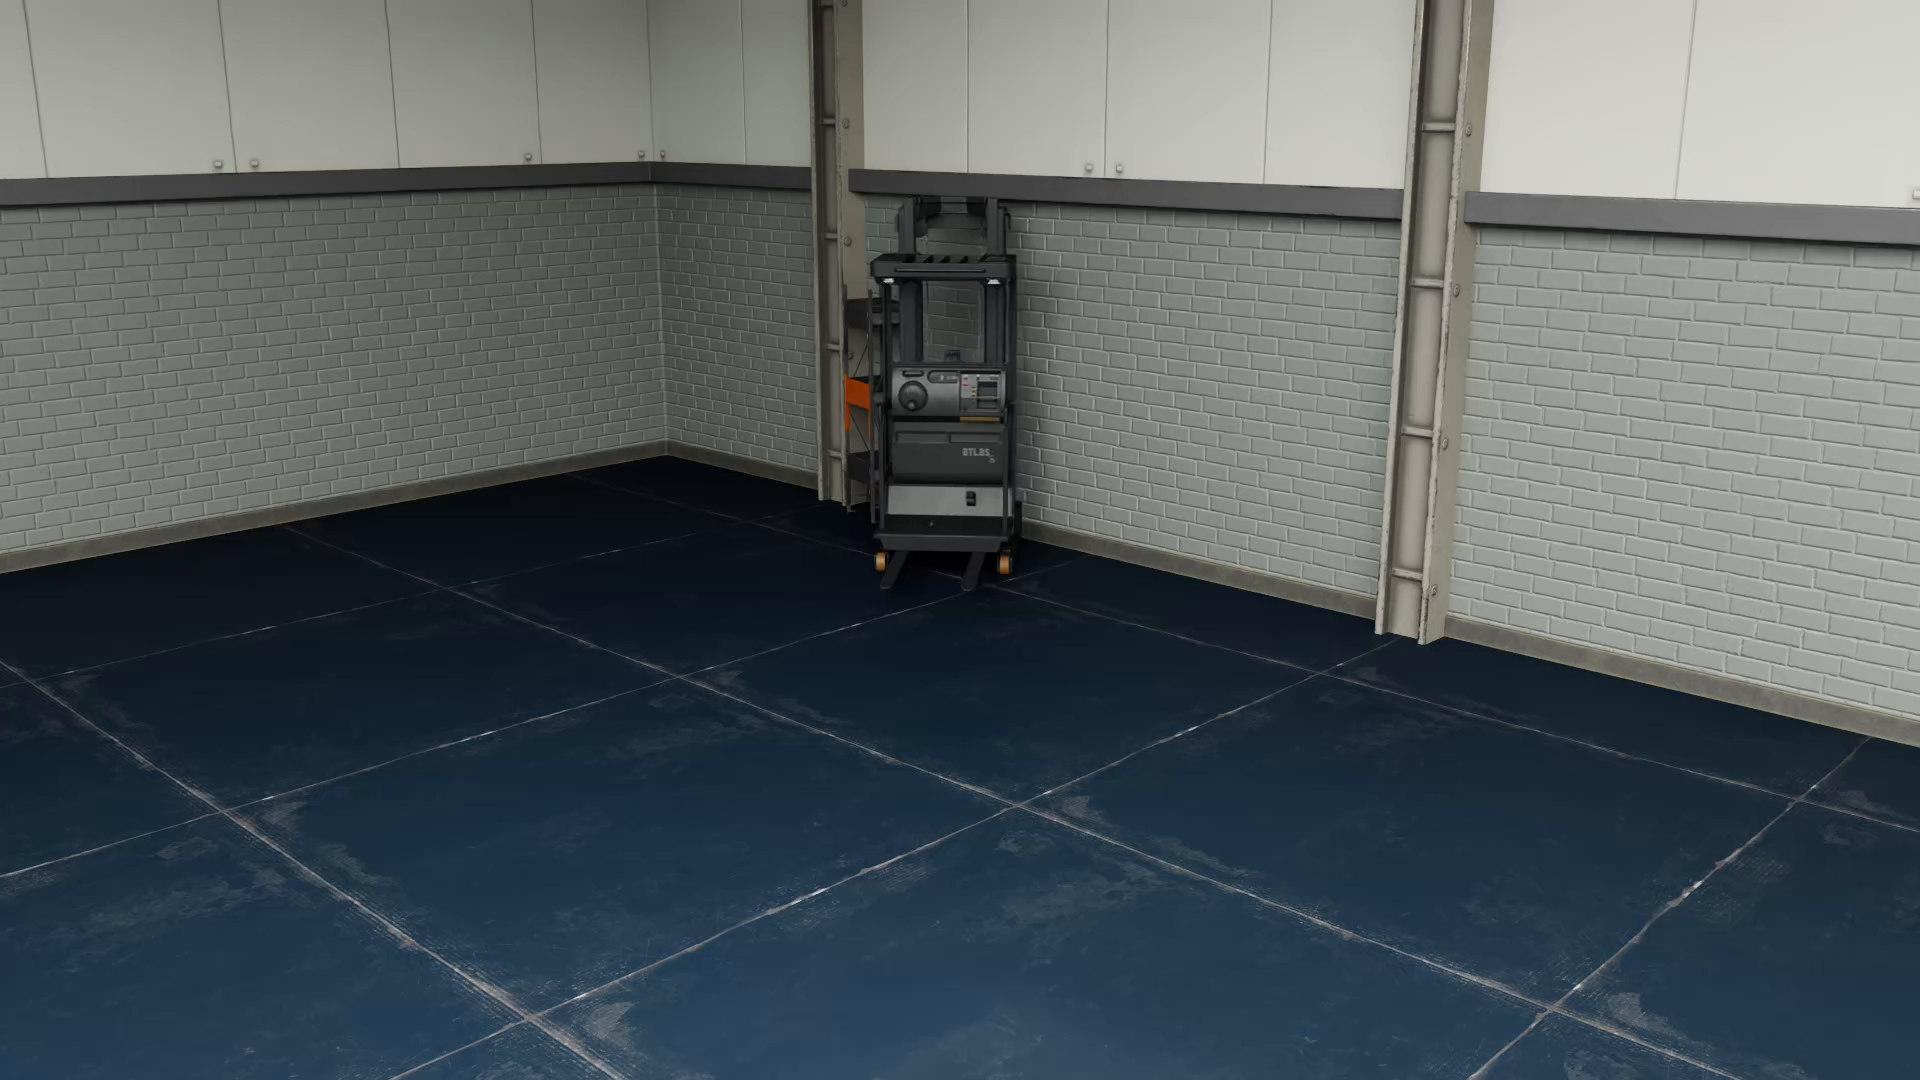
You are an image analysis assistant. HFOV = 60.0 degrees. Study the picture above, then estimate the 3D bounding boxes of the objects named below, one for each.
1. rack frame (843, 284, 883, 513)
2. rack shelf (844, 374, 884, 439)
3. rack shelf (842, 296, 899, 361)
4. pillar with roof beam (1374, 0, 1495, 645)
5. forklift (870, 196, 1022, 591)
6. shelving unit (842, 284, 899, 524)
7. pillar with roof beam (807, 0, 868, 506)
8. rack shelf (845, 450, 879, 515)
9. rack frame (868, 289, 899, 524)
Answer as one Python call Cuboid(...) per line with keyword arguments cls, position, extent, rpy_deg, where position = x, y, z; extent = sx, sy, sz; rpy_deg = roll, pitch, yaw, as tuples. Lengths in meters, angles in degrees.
Cuboid(cls="rack frame", position=(-0.873, -1.296, 15.243), extent=(0.400, 2.100, 0.015), rpy_deg=(-8, 17, -29))
Cuboid(cls="rack shelf", position=(-0.749, -1.230, 15.043), extent=(0.431, 0.518, 0.480), rpy_deg=(-8, 17, -29))
Cuboid(cls="rack shelf", position=(-0.749, -1.908, 14.867), extent=(0.431, 0.518, 0.480), rpy_deg=(-8, 17, -29))
Cuboid(cls="pillar with roof beam", position=(0.221, -2.903, 7.726), extent=(0.400, 9.000, 9.100), rpy_deg=(14, 20, 42))
Cuboid(cls="forklift", position=(-0.107, -1.223, 13.313), extent=(1.130, 2.935, 3.031), rpy_deg=(1, 15, 5))
Cuboid(cls="shelving unit", position=(-0.749, -1.243, 15.040), extent=(0.431, 2.100, 0.503), rpy_deg=(-8, 17, -29))
Cuboid(cls="pillar with roof beam", position=(-4.098, -3.953, 11.756), extent=(0.400, 9.000, 9.100), rpy_deg=(14, 20, 42))
Cuboid(cls="rack shelf", position=(-0.749, -0.553, 15.220), extent=(0.431, 0.518, 0.480), rpy_deg=(-8, 17, -29))
Cuboid(cls="rack frame", position=(-0.625, -1.190, 14.836), extent=(0.400, 2.100, 0.015), rpy_deg=(-8, 17, -29))
